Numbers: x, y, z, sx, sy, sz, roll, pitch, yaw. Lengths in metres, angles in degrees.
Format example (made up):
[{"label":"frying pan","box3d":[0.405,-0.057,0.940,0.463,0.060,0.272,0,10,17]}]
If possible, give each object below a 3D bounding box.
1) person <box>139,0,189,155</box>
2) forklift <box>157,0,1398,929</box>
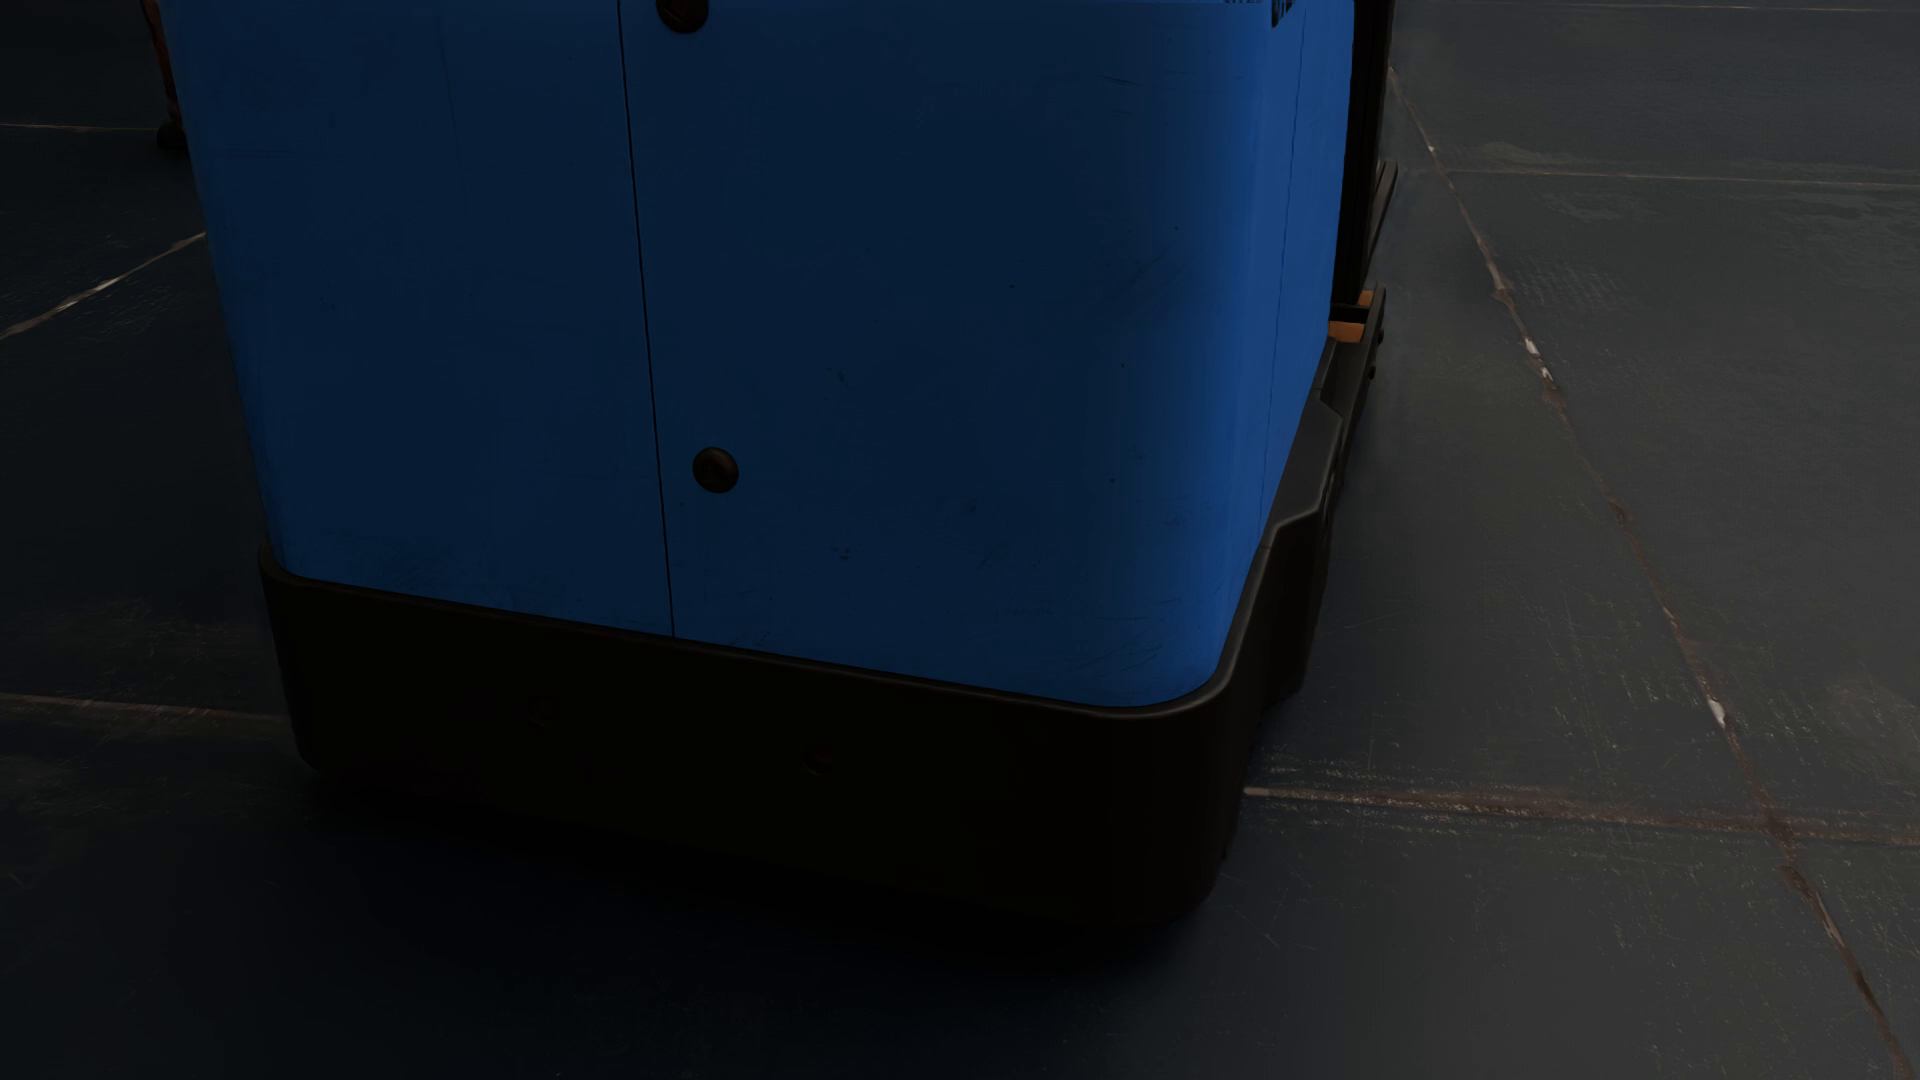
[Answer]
[{"label":"person","box3d":[-2.046,-1.898,4.382,0.580,1.717,0.424,-20,33,-34]},{"label":"forklift","box3d":[0.168,-1.577,2.379,1.130,2.935,3.031,8,28,15]}]
